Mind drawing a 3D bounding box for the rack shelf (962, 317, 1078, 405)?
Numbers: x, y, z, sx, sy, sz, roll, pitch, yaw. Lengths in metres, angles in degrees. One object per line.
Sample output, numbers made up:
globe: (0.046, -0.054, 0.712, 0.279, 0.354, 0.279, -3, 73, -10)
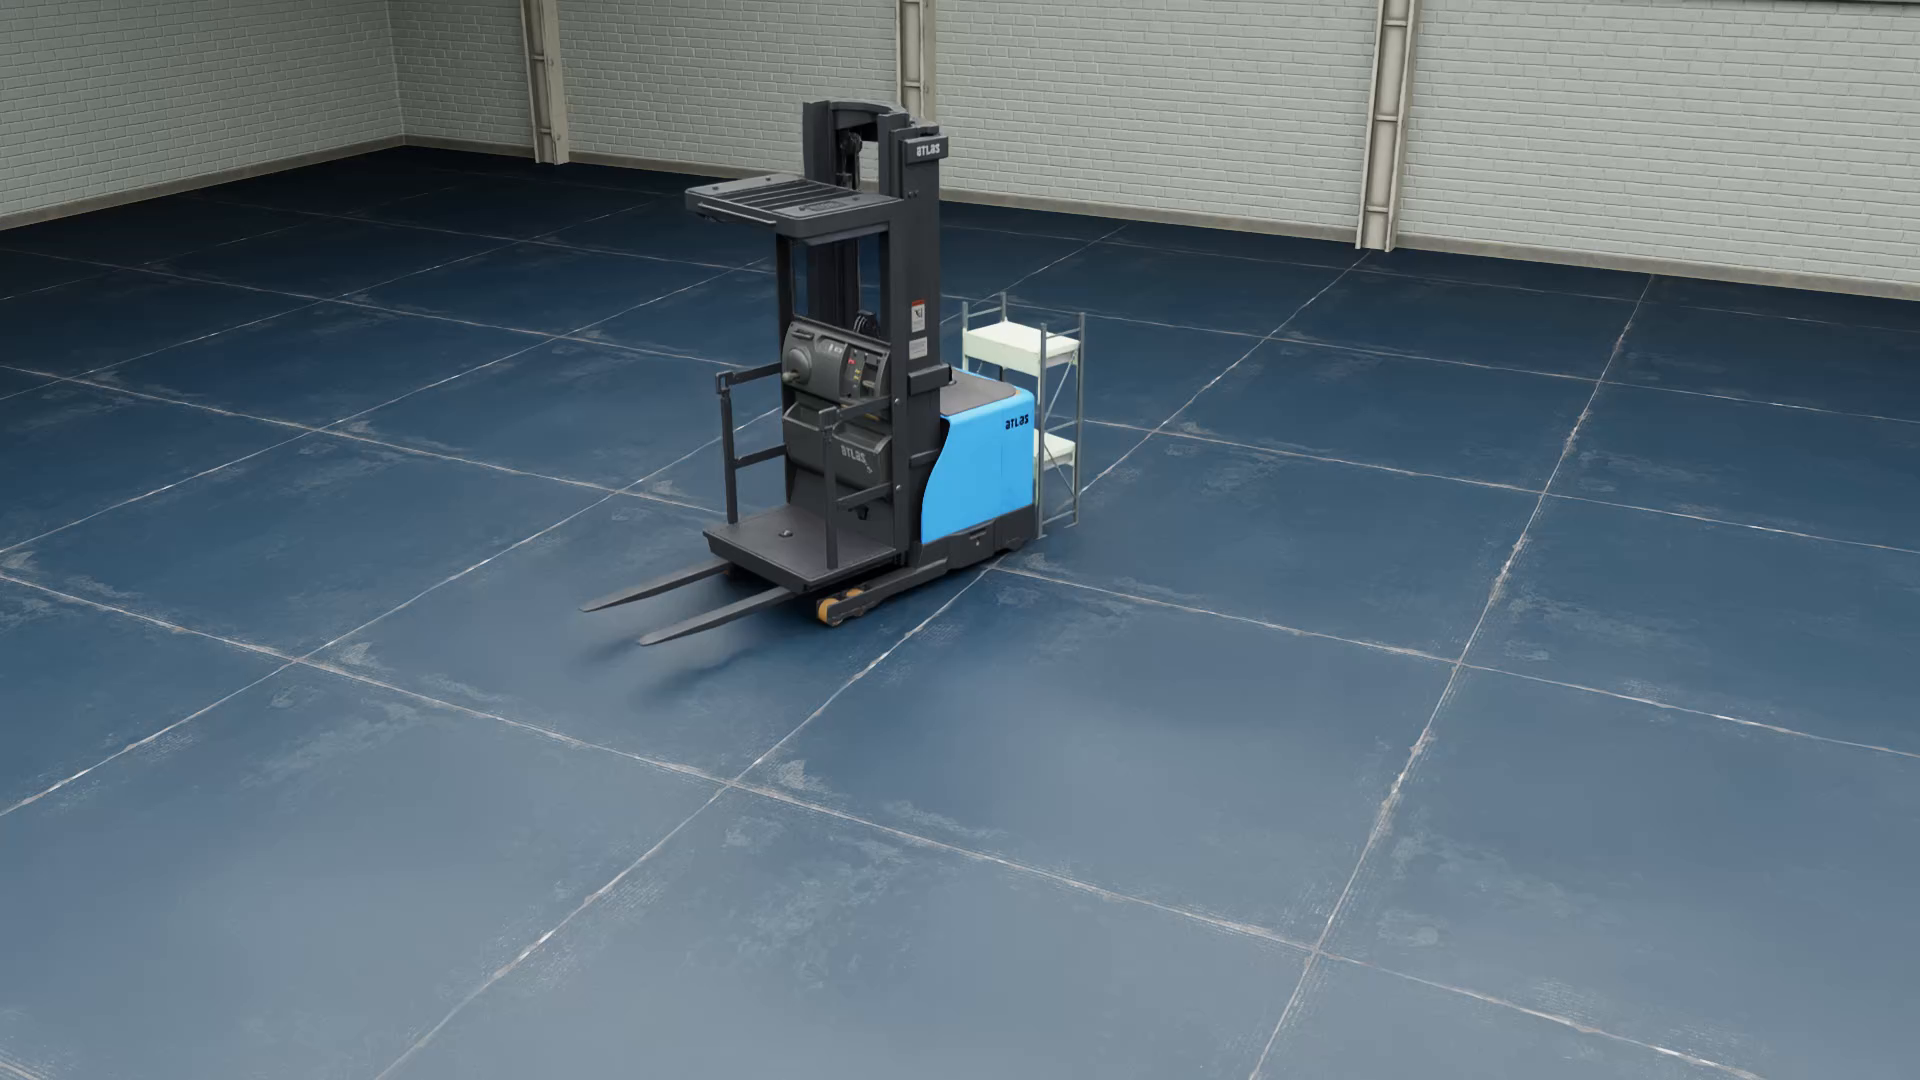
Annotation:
rack shelf: (0.416, -1.214, 11.190, 0.431, 0.370, 0.720, -21, 30, -40)

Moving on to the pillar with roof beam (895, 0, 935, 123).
pillar with roof beam: (-2.503, -7.074, 16.385, 0.400, 9.000, 9.100, 11, 25, 25)

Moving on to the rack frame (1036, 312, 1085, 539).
rack frame: (0.670, -0.751, 11.100, 0.400, 1.500, 0.023, -21, 30, -40)

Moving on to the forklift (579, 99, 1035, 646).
forklift: (-0.913, -1.059, 9.996, 3.031, 2.935, 1.130, -21, 31, -40)

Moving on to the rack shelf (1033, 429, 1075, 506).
rack shelf: (0.416, -0.555, 11.470, 0.431, 0.370, 0.720, -21, 30, -40)

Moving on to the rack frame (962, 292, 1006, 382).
rack frame: (0.163, -0.958, 11.586, 0.400, 1.500, 0.023, -21, 30, -40)

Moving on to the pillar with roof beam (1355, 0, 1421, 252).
pillar with roof beam: (2.851, -6.014, 13.893, 0.400, 9.000, 9.100, 11, 25, 25)

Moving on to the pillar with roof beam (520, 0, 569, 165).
pillar with roof beam: (-7.858, -8.133, 18.876, 0.400, 9.000, 9.100, 11, 25, 25)

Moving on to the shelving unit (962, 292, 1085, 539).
shelving unit: (0.416, -0.855, 11.343, 0.431, 1.500, 0.755, -21, 30, -40)
